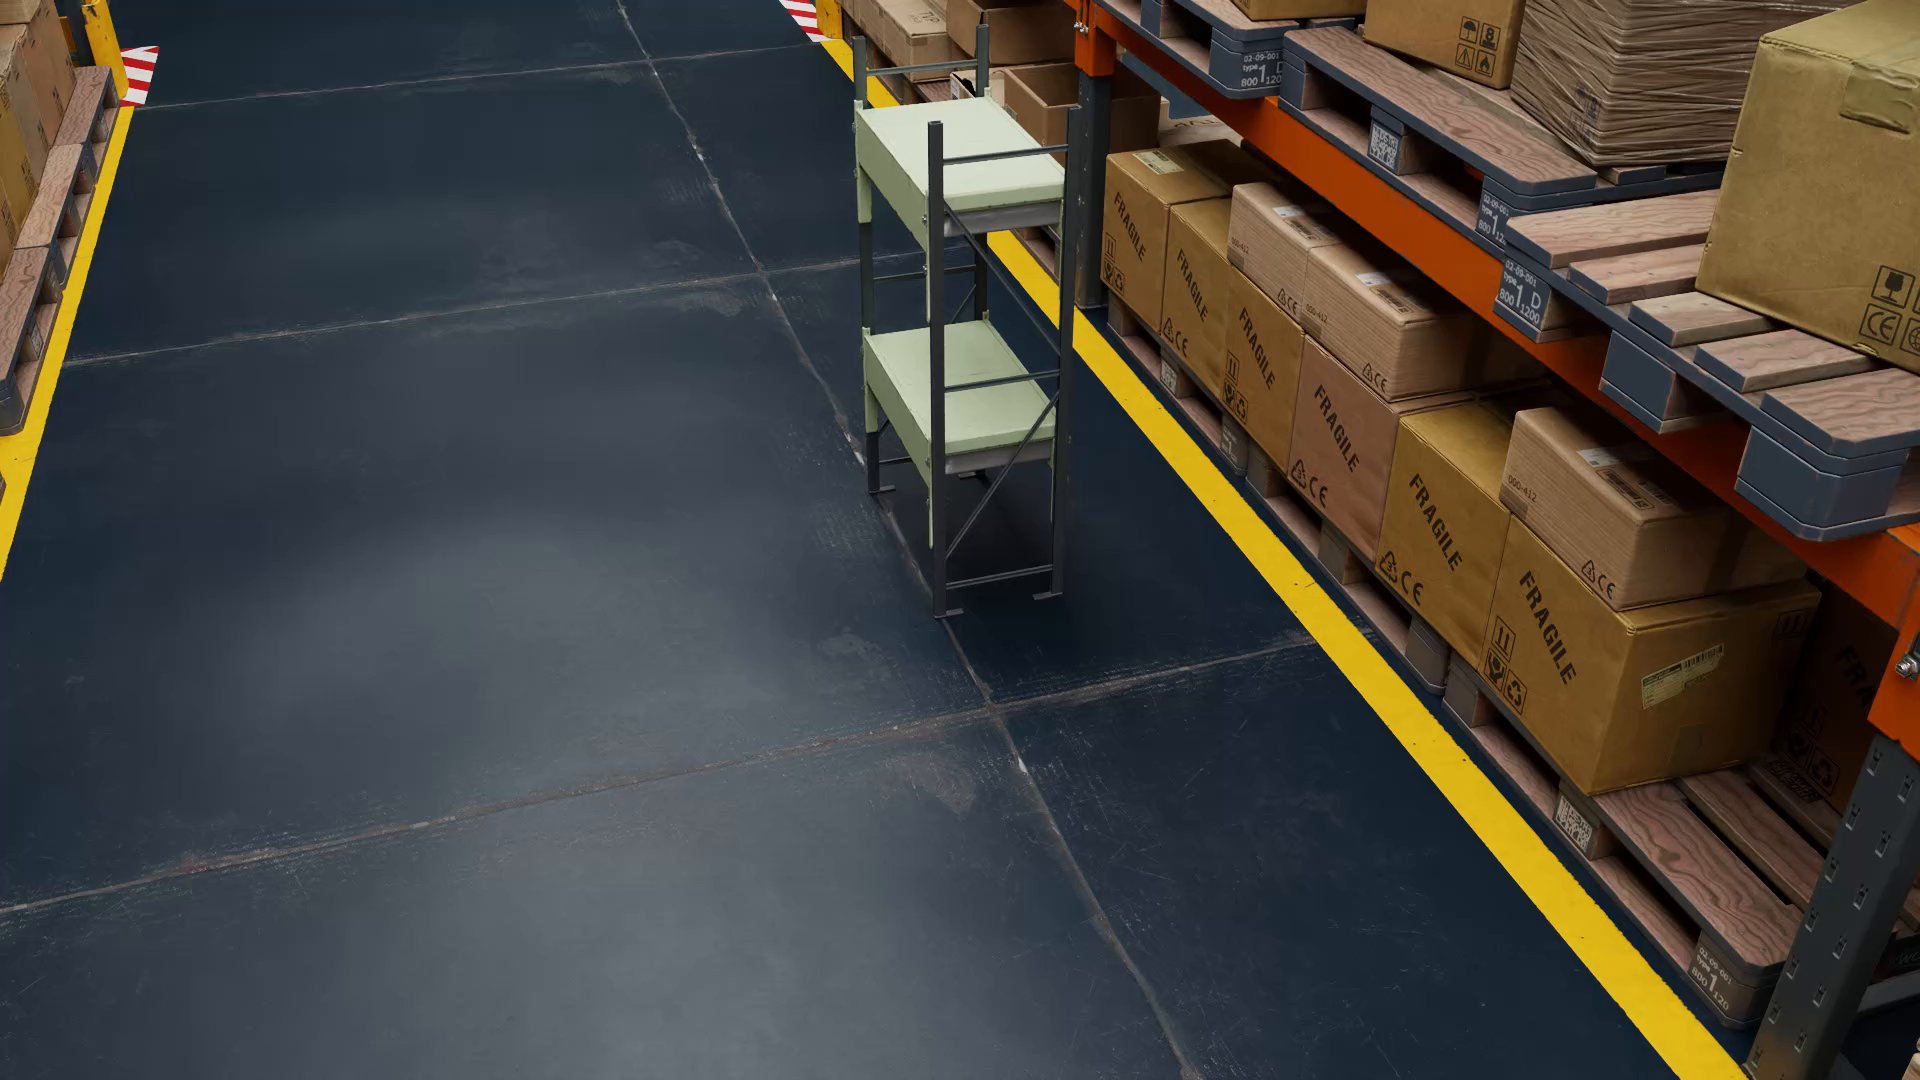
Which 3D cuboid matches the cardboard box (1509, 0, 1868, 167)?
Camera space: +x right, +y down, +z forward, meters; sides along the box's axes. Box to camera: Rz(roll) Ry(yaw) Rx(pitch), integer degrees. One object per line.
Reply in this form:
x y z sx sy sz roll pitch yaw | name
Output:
1.762 -1.216 3.898 0.700 0.500 0.500 -4 34 -6 | cardboard box

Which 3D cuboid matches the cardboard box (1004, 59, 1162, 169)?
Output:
0.495 -1.668 6.921 0.500 0.500 0.500 -10 35 -15 | cardboard box

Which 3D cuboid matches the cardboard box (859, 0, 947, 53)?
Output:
-0.233 -2.816 8.886 0.500 0.250 0.500 -10 35 -15 | cardboard box

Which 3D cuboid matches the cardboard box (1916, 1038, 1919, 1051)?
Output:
2.039 0.887 2.791 0.500 0.311 0.500 -9 34 -13 | cardboard box

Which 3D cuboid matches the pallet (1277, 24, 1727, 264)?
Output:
1.561 -1.116 4.392 1.003 0.211 1.213 -10 35 -15 | pallet

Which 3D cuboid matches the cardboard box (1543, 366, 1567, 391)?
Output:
1.815 -0.414 5.025 0.500 0.500 0.500 -11 35 -16 | cardboard box

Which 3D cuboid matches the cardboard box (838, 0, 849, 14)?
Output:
-0.481 -3.092 9.396 0.380 0.149 0.250 -10 35 -15 | cardboard box

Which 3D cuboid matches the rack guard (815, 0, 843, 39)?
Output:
-0.258 -3.293 9.780 1.175 0.500 0.348 -10 35 -15 | rack guard

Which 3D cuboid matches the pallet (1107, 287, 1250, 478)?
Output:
1.223 -0.691 6.105 1.003 0.211 1.213 -10 35 -15 | pallet

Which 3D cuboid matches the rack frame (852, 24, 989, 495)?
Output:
-0.110 -0.814 5.122 0.400 1.500 0.023 -10 35 -15 | rack frame

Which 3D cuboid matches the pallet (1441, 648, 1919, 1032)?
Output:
1.967 0.590 4.166 1.003 0.211 1.213 -10 35 -15 | pallet

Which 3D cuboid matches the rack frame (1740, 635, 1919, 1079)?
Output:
2.159 -0.175 2.795 1.000 3.000 0.127 -10 35 -15 | rack frame

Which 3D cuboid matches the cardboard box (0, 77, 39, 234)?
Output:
-4.213 -1.517 6.711 0.700 0.500 0.500 -9 35 -14 | cardboard box

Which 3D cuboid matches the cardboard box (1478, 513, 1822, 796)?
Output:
1.650 0.232 4.046 0.500 0.500 0.500 -9 34 -13 | cardboard box

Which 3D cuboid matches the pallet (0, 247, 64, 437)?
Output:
-3.935 -0.690 6.102 1.003 0.211 1.213 -10 35 -15 | pallet

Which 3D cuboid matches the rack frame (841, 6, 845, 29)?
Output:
-0.281 -4.376 9.151 1.000 3.000 0.127 -10 35 -15 | rack frame

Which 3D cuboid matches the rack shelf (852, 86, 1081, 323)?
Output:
0.002 -0.948 4.616 0.431 0.370 0.720 -10 35 -15 | rack shelf

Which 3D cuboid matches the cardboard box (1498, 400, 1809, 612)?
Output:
1.629 -0.109 3.883 0.500 0.250 0.500 -9 34 -13 | cardboard box

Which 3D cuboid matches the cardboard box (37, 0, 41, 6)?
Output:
-4.476 -2.556 7.696 0.380 0.149 0.250 -10 35 -15 | cardboard box

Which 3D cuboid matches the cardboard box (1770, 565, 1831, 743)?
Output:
2.127 0.123 4.211 0.500 0.500 0.500 -11 35 -16 | cardboard box

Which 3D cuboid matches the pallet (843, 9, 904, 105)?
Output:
-0.014 -2.754 9.226 1.003 0.211 1.213 -10 35 -15 | pallet

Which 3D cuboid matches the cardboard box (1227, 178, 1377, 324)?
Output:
1.159 -0.909 5.093 0.500 0.250 0.500 -10 35 -15 | cardboard box

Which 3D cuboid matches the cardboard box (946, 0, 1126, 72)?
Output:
0.361 -2.403 8.031 0.797 0.503 0.637 -10 35 -15 | cardboard box

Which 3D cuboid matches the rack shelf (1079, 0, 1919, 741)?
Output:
1.549 -0.925 4.582 1.077 0.370 4.000 -10 35 -15 | rack shelf

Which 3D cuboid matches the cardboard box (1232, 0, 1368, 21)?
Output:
1.140 -1.856 4.866 0.700 0.500 0.500 -5 34 -7 | cardboard box

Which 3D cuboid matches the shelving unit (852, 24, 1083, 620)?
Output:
0.002 -0.622 4.831 0.431 1.500 0.755 -10 35 -15 | shelving unit

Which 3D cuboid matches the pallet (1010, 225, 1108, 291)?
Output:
0.730 -1.473 7.288 1.003 0.211 1.213 -10 35 -15 | pallet

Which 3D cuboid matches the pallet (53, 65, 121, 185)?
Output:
-4.679 -1.971 8.041 1.003 0.211 1.213 -10 35 -15 | pallet

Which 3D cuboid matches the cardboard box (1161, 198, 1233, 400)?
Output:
1.028 -0.843 5.673 0.500 0.500 0.500 -10 35 -14 | cardboard box

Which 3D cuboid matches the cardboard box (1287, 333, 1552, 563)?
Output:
1.327 -0.314 4.873 0.500 0.500 0.500 -11 35 -17 | cardboard box

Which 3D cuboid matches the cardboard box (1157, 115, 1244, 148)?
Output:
1.017 -1.594 6.981 0.500 0.311 0.500 -10 35 -15 | cardboard box

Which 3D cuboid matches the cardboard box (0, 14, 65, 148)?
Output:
-4.536 -2.060 7.532 0.700 0.500 0.500 -10 35 -15 | cardboard box
